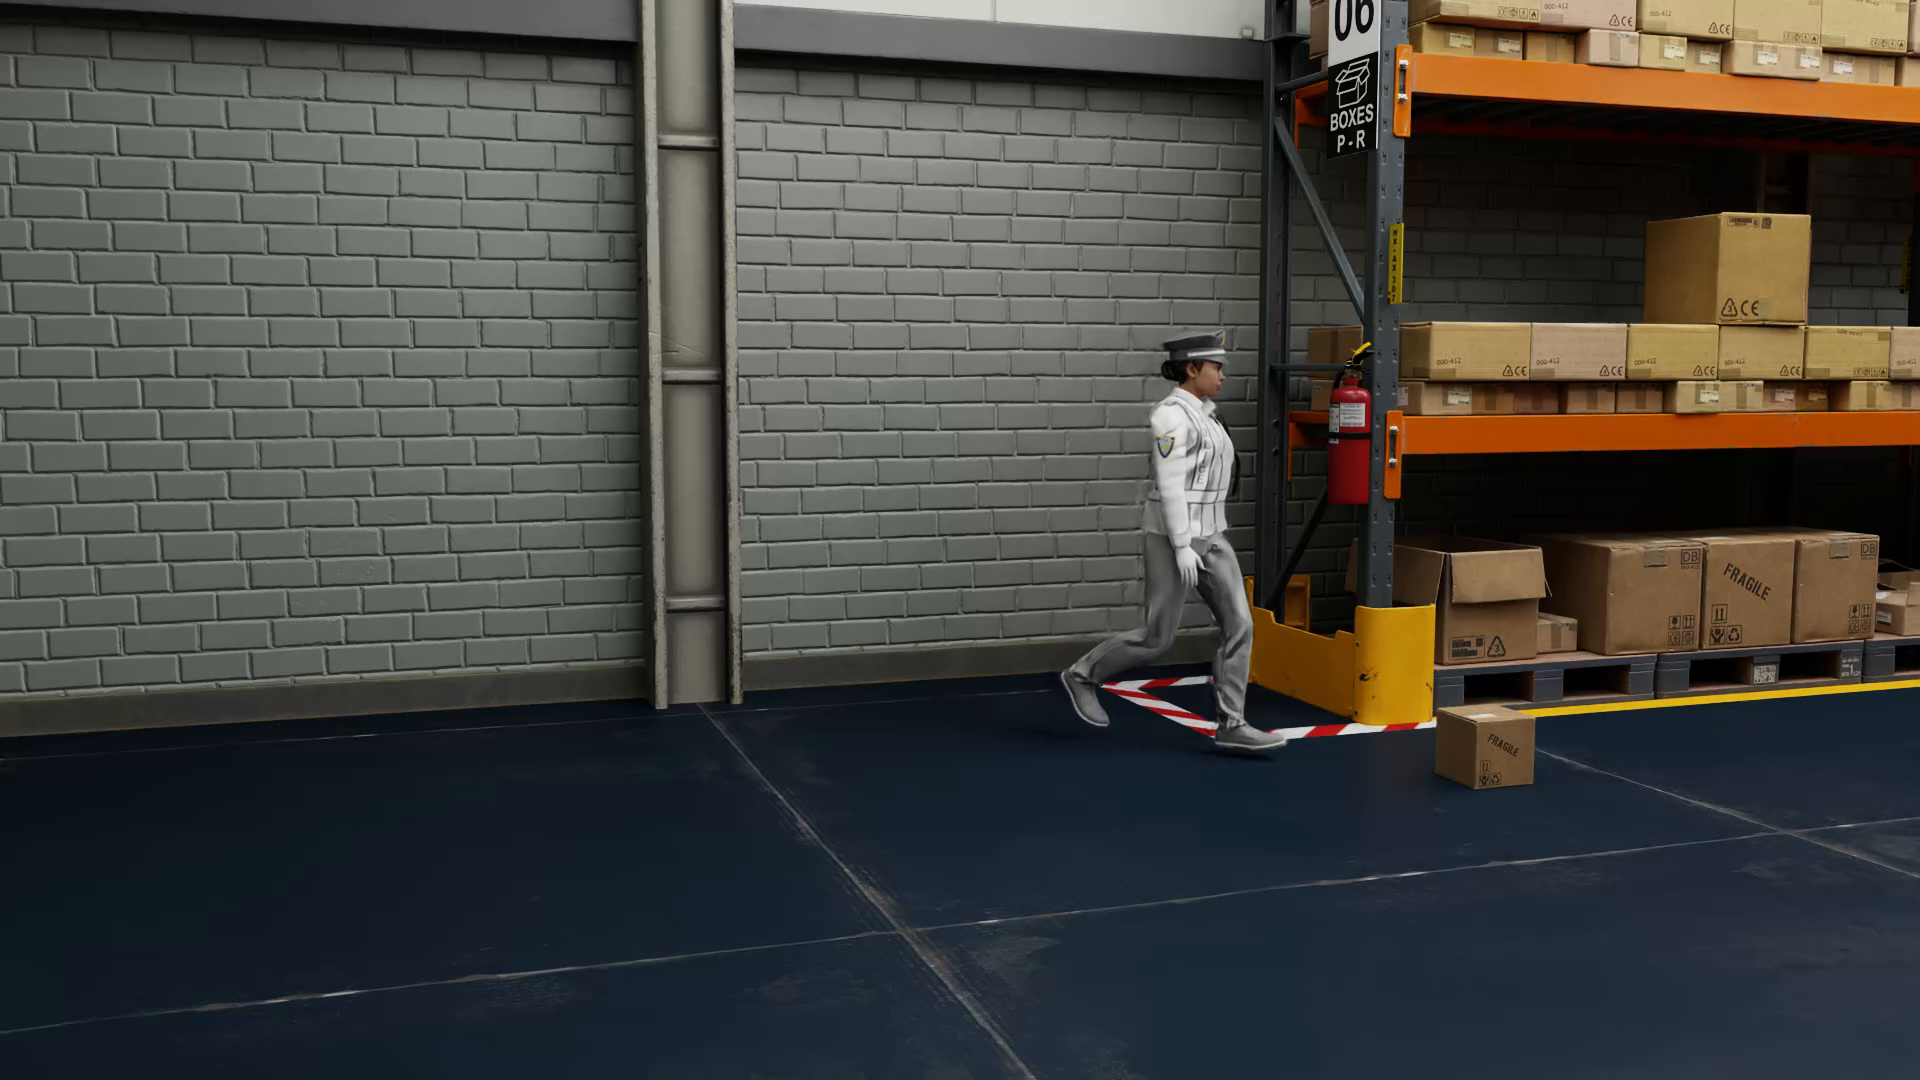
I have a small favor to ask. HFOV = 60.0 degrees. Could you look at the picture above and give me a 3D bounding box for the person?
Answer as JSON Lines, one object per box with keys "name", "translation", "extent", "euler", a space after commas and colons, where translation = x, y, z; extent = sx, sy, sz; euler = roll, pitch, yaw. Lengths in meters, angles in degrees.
{"name": "person", "translation": [13.989, -1.983, 5.135], "extent": [23.820, 5.839, 13.588], "euler": [4, 7, 35]}
